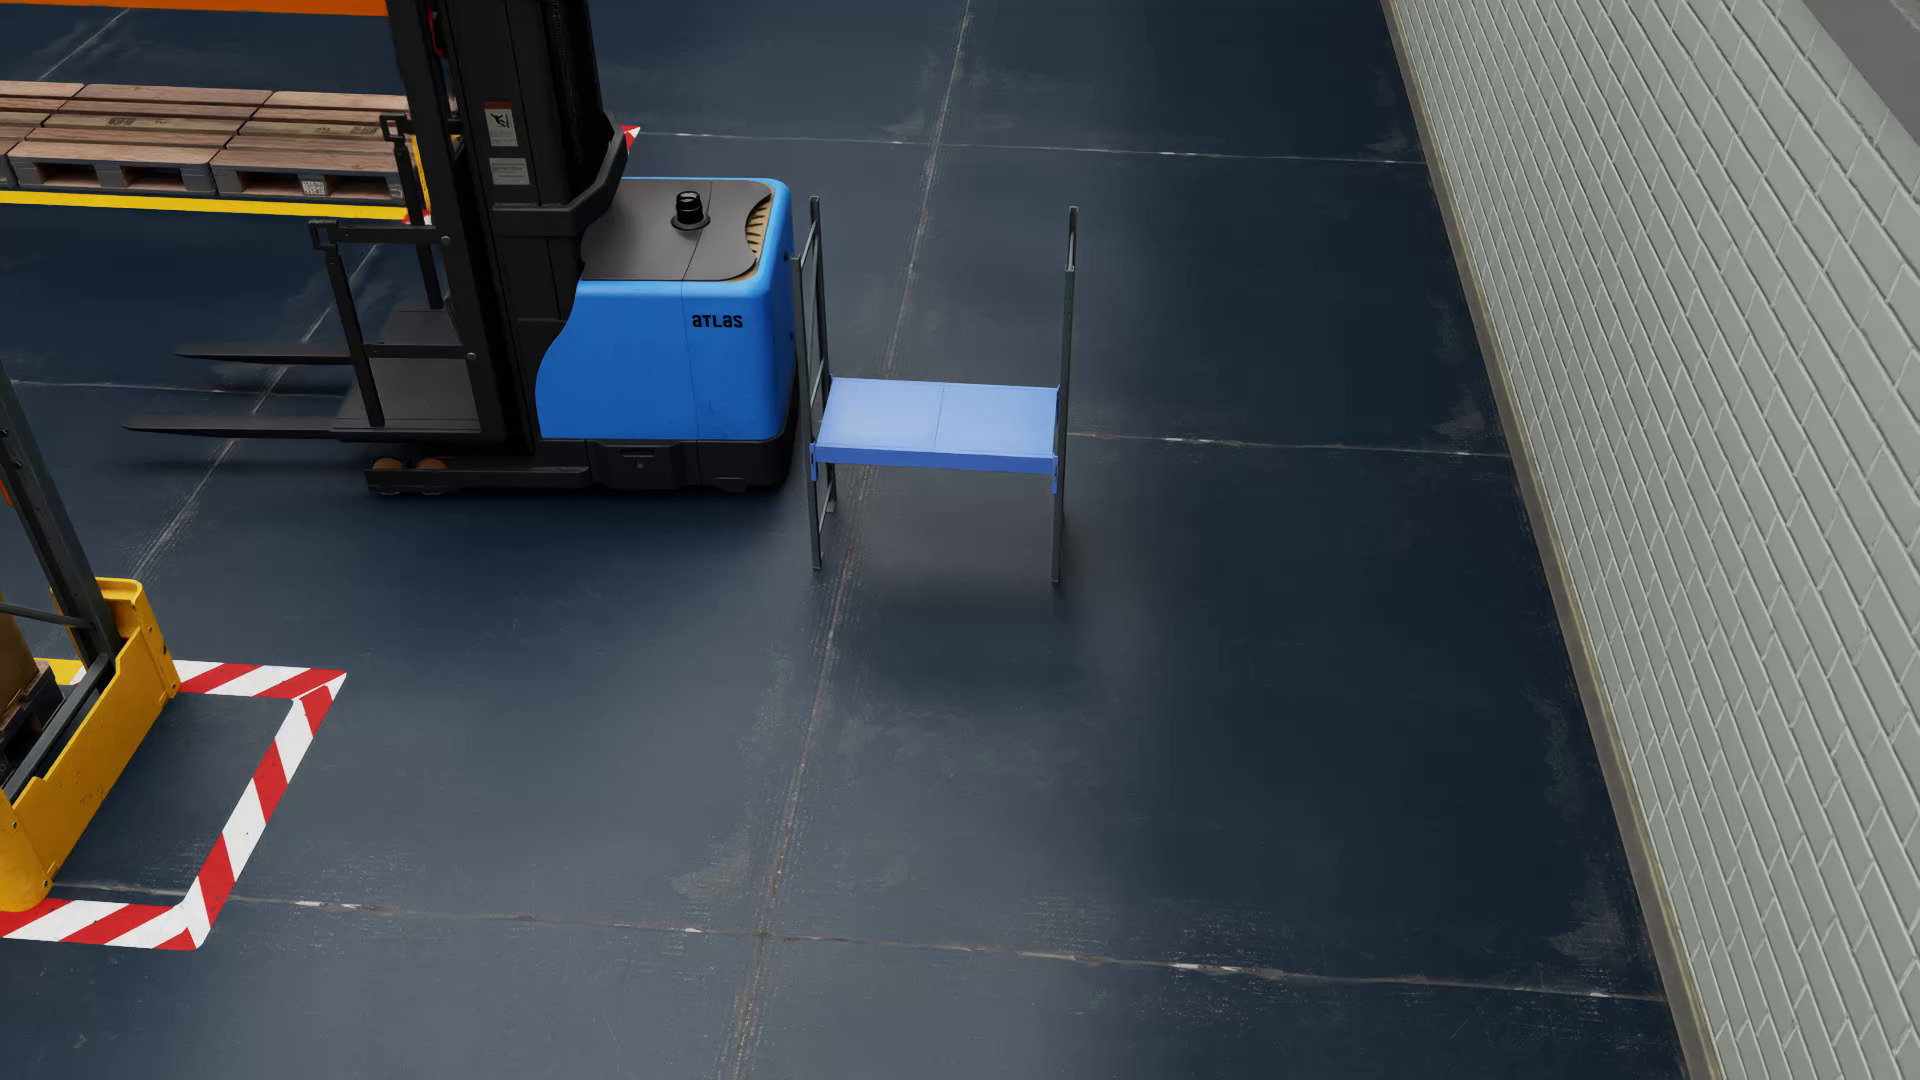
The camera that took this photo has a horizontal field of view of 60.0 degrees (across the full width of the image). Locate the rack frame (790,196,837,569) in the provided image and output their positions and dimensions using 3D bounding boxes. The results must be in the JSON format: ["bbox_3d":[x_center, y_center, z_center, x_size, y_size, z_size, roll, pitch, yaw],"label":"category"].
[{"bbox_3d":[-0.591,-0.614,6.816,0.032,1.500,0.500,3,39,4],"label":"rack frame"}]

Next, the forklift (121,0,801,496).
[{"bbox_3d":[-2.281,-1.671,6.981,3.031,2.935,1.130,1,39,1],"label":"forklift"}]

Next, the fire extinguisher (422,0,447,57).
[{"bbox_3d":[-2.768,-2.912,8.808,0.183,0.674,0.296,3,39,4],"label":"fire extinguisher"}]

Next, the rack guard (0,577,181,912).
[{"bbox_3d":[-3.282,0.705,5.987,0.348,0.500,1.175,3,39,4],"label":"rack guard"}]

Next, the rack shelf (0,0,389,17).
[{"bbox_3d":[-4.871,-3.210,9.388,4.000,0.370,1.077,3,39,4],"label":"rack shelf"}]

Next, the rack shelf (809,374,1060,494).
[{"bbox_3d":[-0.085,-0.447,6.896,1.000,0.185,0.538,3,39,4],"label":"rack shelf"}]

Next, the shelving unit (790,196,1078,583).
[{"bbox_3d":[-0.085,-0.586,6.782,1.048,1.500,0.538,3,39,4],"label":"shelving unit"}]

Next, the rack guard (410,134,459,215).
[{"bbox_3d":[-2.854,-2.418,9.824,0.348,0.500,1.175,3,39,4],"label":"rack guard"}]

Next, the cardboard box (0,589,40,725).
[{"bbox_3d":[-3.951,0.411,5.719,0.875,0.875,0.875,3,39,4],"label":"cardboard box"}]

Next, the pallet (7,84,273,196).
[{"bbox_3d":[-4.909,-2.436,10.076,1.213,0.211,1.003,3,39,4],"label":"pallet"}]

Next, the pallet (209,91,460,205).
[{"bbox_3d":[-3.697,-2.368,9.992,1.213,0.211,1.003,3,39,4],"label":"pallet"}]

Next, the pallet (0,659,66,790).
[{"bbox_3d":[-4.110,0.822,6.073,1.213,0.211,1.003,3,39,4],"label":"pallet"}]

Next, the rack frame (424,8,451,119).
[{"bbox_3d":[-2.879,-3.380,9.027,0.127,3.000,1.000,3,39,4],"label":"rack frame"}]

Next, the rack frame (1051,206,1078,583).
[{"bbox_3d":[0.421,-0.559,6.748,0.032,1.500,0.500,3,39,4],"label":"rack frame"}]

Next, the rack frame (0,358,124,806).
[{"bbox_3d":[-3.306,-0.265,5.200,0.127,3.000,1.000,3,39,4],"label":"rack frame"}]

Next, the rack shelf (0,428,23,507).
[{"bbox_3d":[-5.299,-0.095,5.561,4.000,0.370,1.077,3,39,4],"label":"rack shelf"}]

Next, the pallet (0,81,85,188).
[{"bbox_3d":[-6.128,-2.501,10.155,1.213,0.211,1.003,3,39,4],"label":"pallet"}]
